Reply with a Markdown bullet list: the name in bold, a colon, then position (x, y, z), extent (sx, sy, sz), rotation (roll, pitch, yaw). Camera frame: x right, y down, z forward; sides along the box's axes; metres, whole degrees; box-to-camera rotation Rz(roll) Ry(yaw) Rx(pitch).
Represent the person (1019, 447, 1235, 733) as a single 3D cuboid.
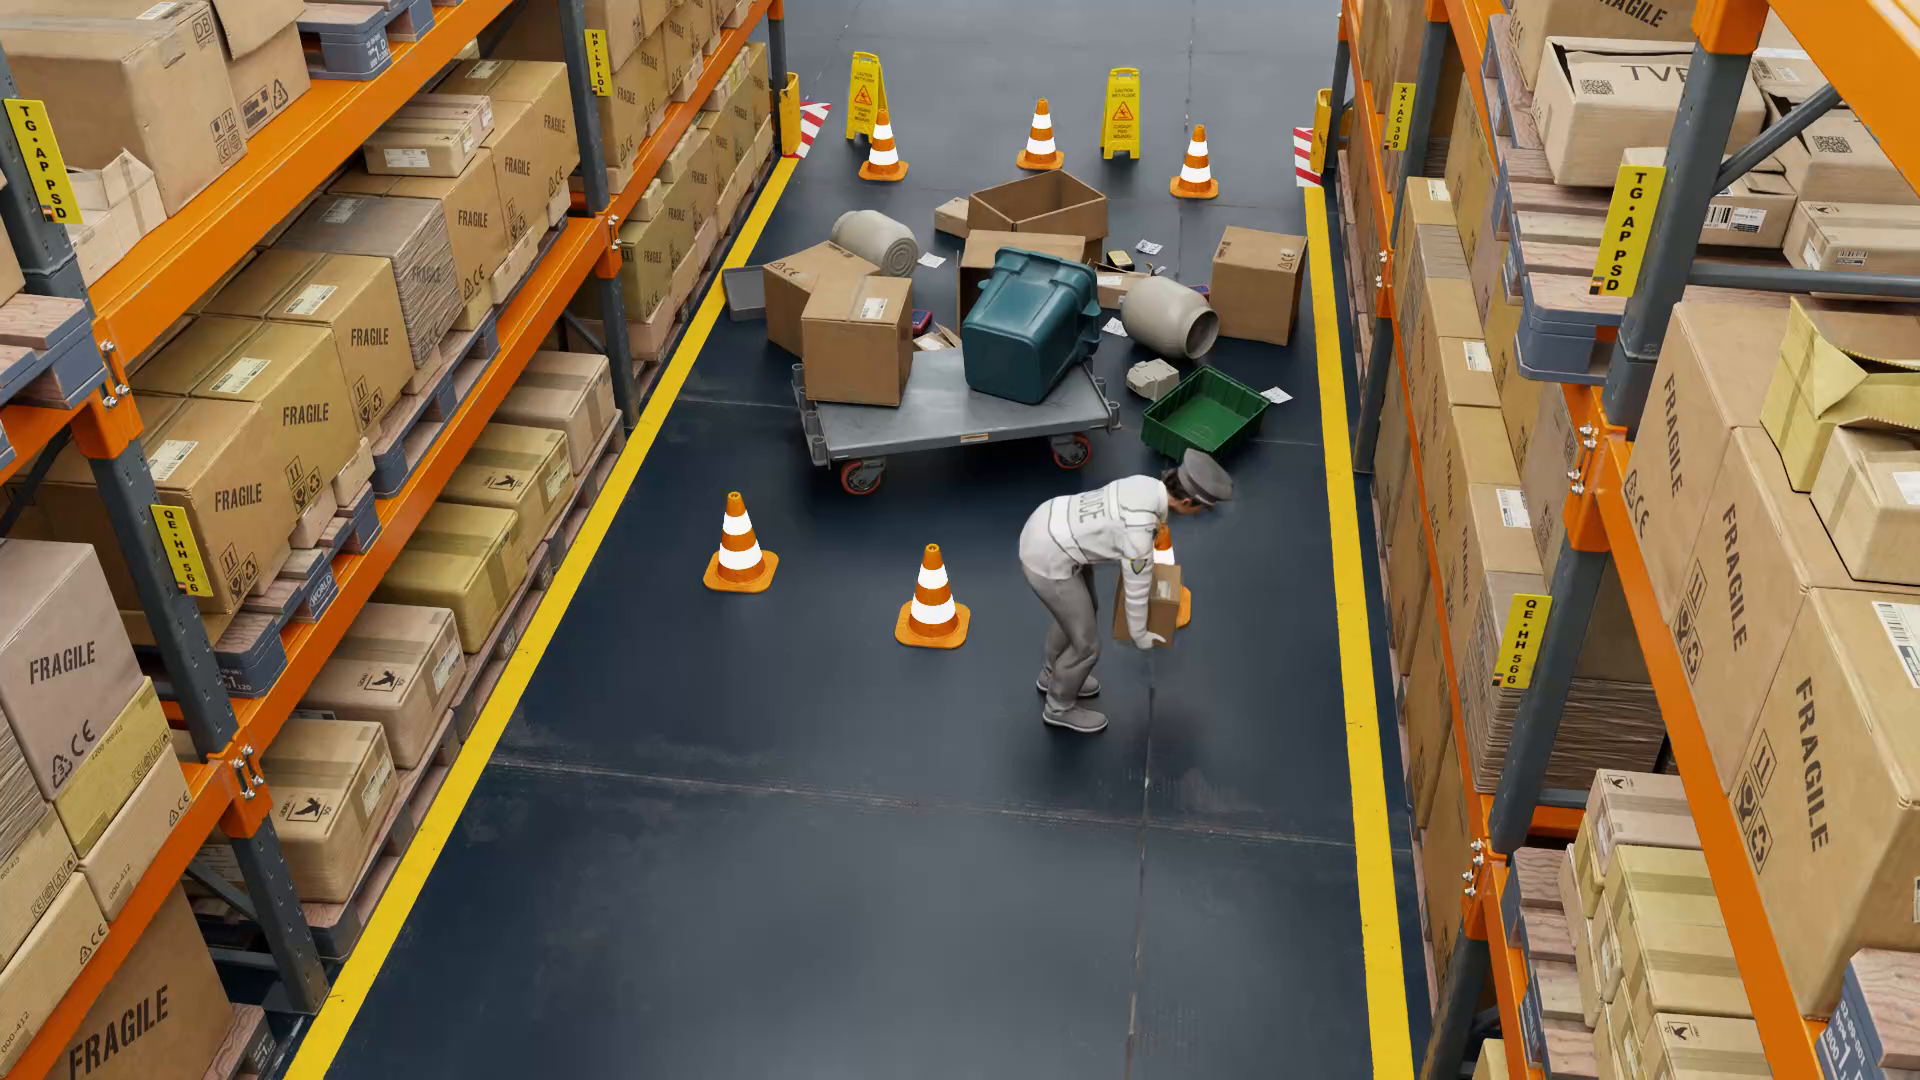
- **person**: position (0.673, 0.205, 7.016), extent (0.857, 1.366, 0.402), rotation (4, 36, 5)
